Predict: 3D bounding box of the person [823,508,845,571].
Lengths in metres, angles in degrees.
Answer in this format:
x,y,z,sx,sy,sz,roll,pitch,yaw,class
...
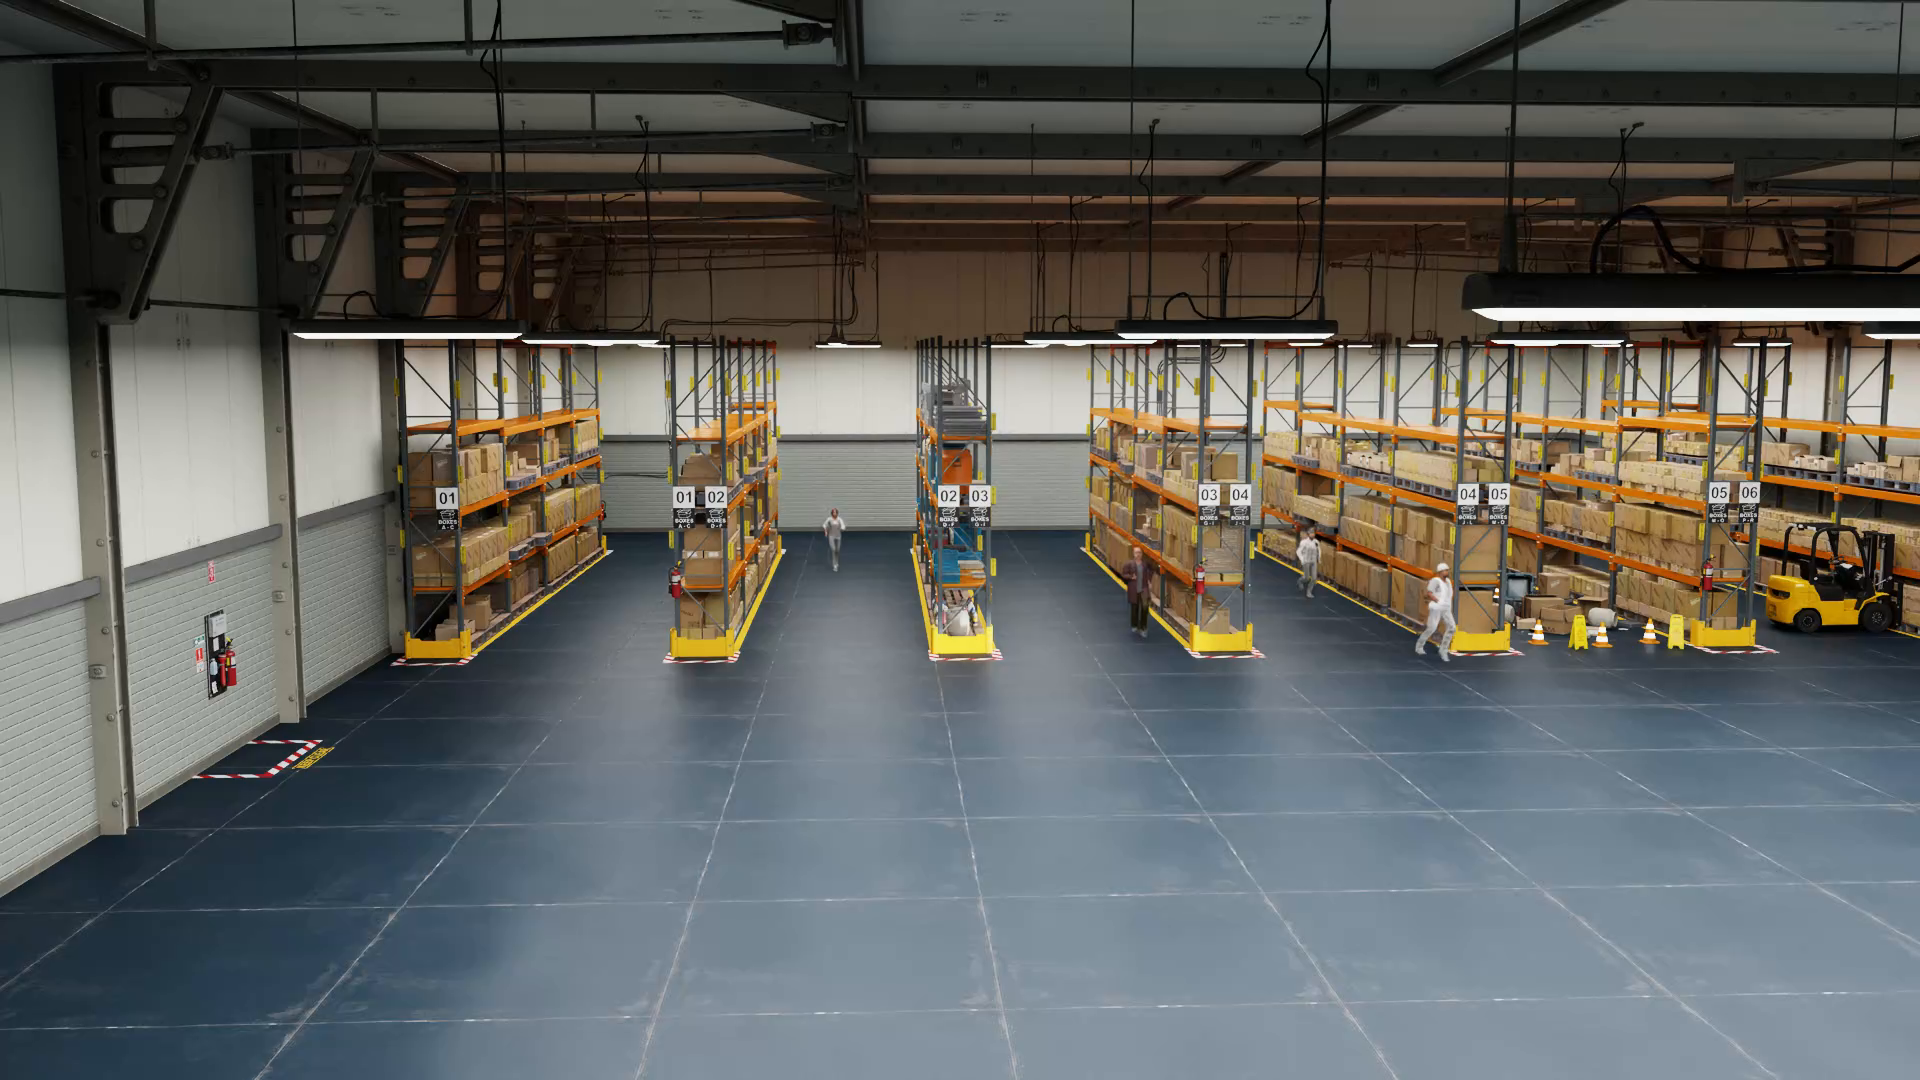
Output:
x,y,z,sx,sy,sz,roll,pitch,yaw,class
-3.280,-0.038,43.555,0.531,1.597,0.878,-2,7,-16,person

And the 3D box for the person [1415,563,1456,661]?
x,y,z,sx,sy,sz,roll,pitch,yaw,class
8.961,1.334,31.102,0.722,1.817,0.687,-4,8,-34,person

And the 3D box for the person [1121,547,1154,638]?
x,y,z,sx,sy,sz,roll,pitch,yaw,class
3.580,1.058,33.438,0.684,1.843,0.841,0,6,-1,person

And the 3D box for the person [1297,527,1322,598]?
x,y,z,sx,sy,sz,roll,pitch,yaw,class
8.146,0.505,38.855,0.603,1.648,0.593,-1,7,-10,person
